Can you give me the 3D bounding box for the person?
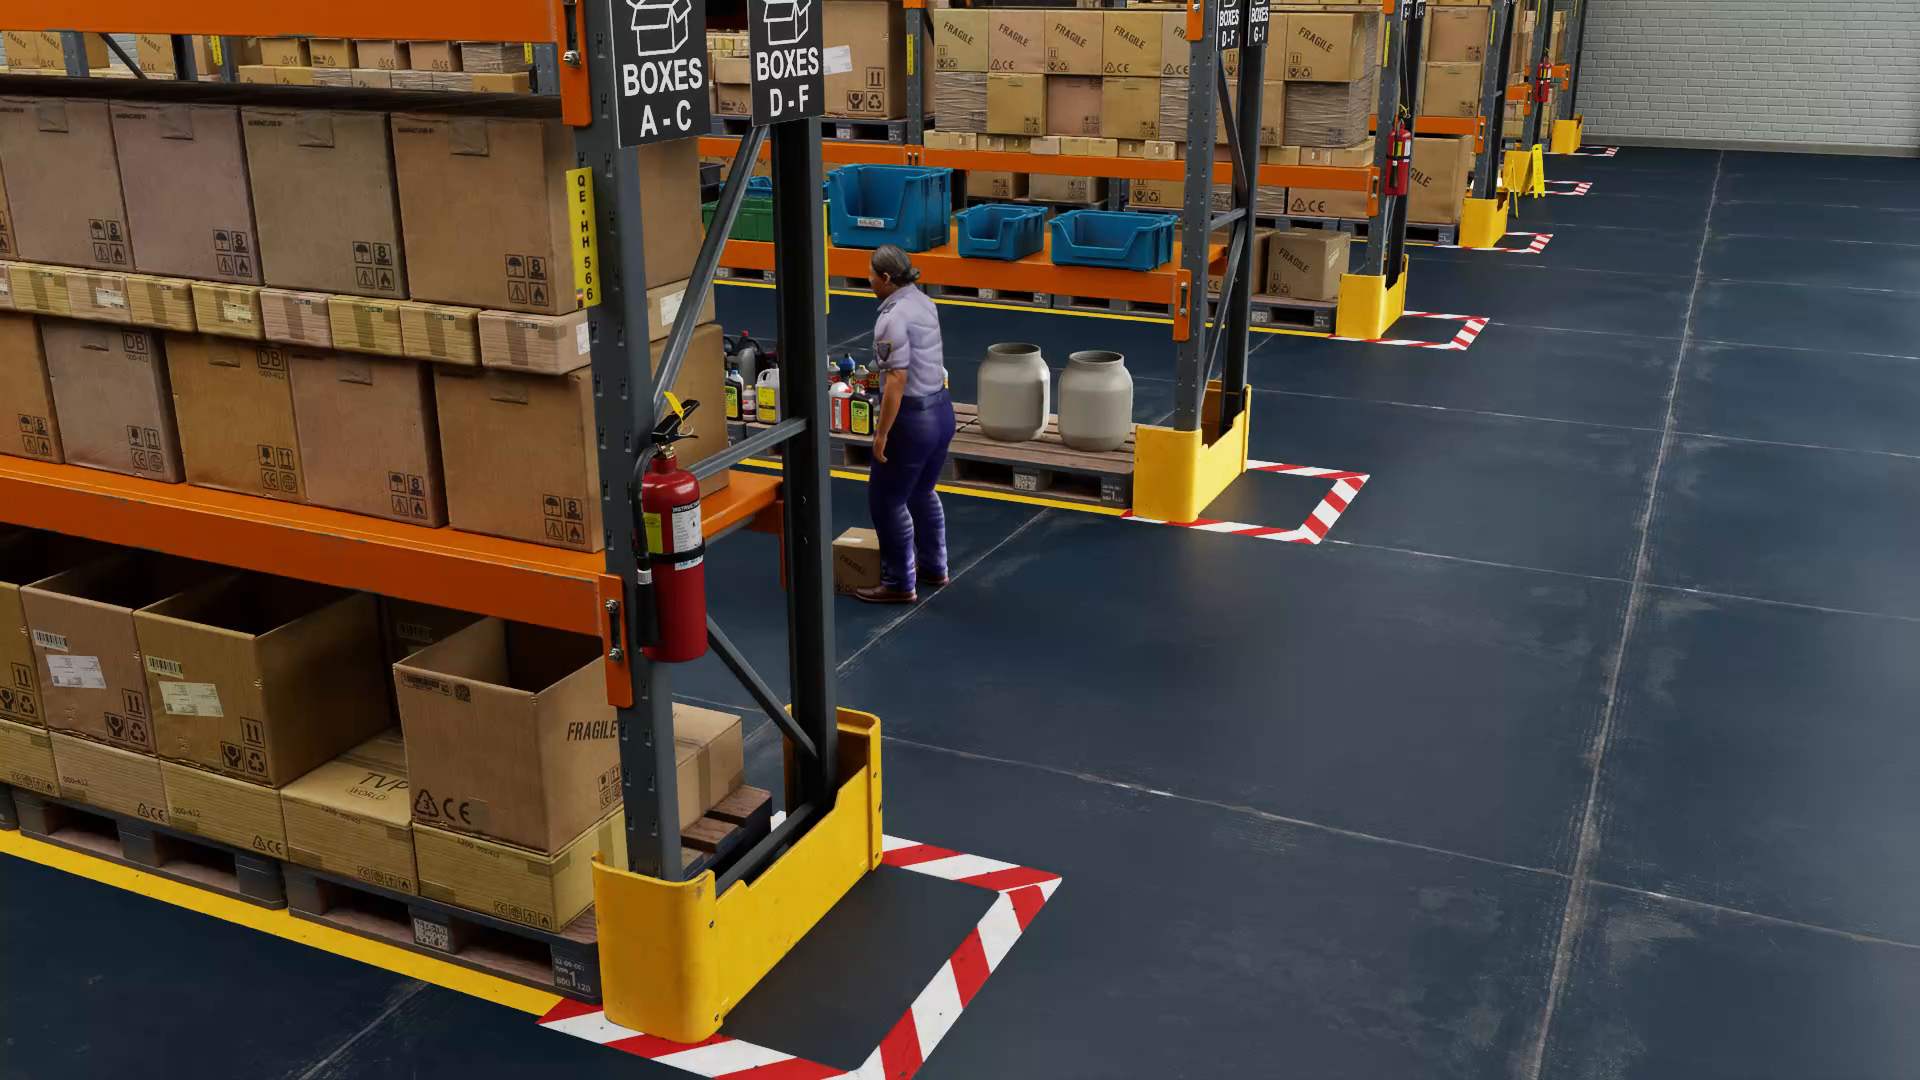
[{"bbox_3d":[-0.251,-0.527,7.593,0.415,1.651,0.546,8,21,22],"label":"person"}]
